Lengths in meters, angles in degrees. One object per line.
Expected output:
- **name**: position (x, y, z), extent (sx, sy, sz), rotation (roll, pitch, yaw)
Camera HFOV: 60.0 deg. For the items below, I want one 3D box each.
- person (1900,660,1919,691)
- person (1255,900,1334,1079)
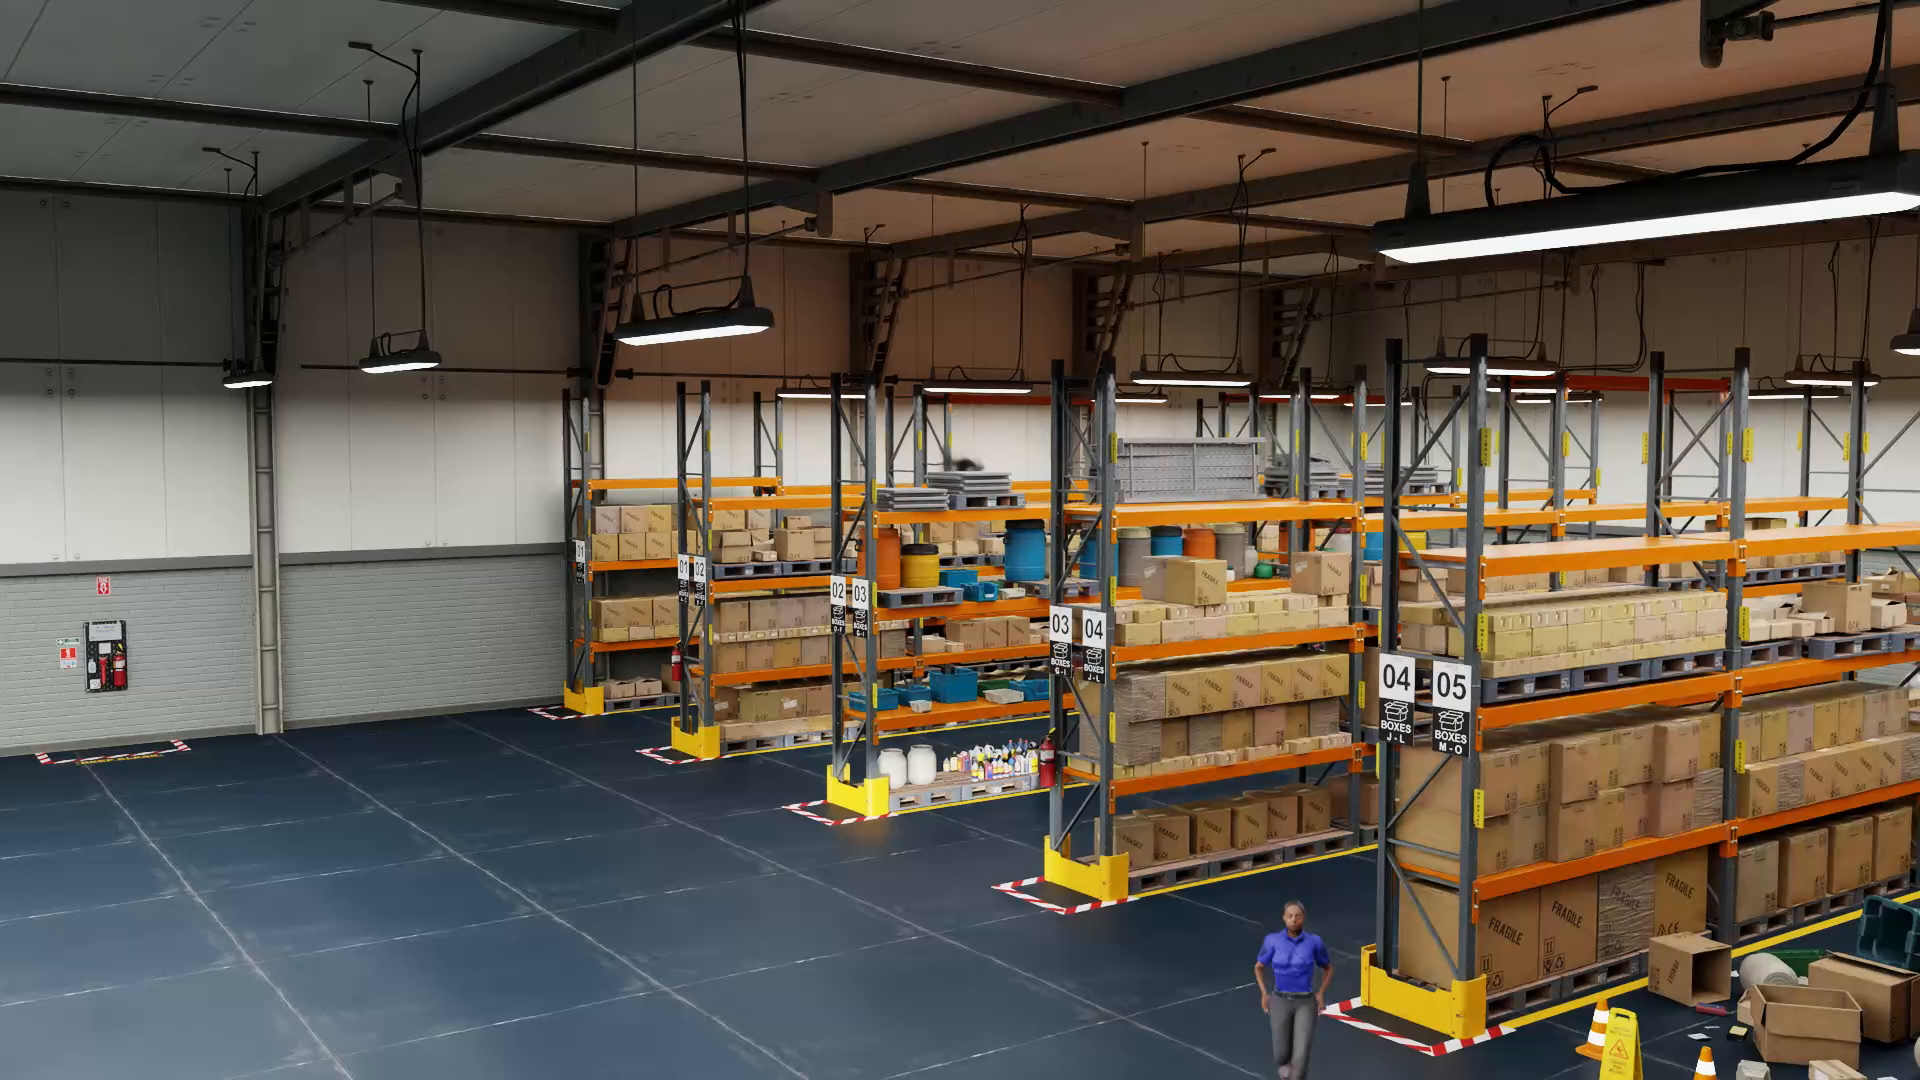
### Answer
- **person**: position (15.193, 2.659, 26.245), extent (0.679, 1.700, 0.745), rotation (2, 4, 29)
- **person**: position (2.552, 3.560, 12.717), extent (0.595, 1.634, 0.657), rotation (1, 4, 12)
